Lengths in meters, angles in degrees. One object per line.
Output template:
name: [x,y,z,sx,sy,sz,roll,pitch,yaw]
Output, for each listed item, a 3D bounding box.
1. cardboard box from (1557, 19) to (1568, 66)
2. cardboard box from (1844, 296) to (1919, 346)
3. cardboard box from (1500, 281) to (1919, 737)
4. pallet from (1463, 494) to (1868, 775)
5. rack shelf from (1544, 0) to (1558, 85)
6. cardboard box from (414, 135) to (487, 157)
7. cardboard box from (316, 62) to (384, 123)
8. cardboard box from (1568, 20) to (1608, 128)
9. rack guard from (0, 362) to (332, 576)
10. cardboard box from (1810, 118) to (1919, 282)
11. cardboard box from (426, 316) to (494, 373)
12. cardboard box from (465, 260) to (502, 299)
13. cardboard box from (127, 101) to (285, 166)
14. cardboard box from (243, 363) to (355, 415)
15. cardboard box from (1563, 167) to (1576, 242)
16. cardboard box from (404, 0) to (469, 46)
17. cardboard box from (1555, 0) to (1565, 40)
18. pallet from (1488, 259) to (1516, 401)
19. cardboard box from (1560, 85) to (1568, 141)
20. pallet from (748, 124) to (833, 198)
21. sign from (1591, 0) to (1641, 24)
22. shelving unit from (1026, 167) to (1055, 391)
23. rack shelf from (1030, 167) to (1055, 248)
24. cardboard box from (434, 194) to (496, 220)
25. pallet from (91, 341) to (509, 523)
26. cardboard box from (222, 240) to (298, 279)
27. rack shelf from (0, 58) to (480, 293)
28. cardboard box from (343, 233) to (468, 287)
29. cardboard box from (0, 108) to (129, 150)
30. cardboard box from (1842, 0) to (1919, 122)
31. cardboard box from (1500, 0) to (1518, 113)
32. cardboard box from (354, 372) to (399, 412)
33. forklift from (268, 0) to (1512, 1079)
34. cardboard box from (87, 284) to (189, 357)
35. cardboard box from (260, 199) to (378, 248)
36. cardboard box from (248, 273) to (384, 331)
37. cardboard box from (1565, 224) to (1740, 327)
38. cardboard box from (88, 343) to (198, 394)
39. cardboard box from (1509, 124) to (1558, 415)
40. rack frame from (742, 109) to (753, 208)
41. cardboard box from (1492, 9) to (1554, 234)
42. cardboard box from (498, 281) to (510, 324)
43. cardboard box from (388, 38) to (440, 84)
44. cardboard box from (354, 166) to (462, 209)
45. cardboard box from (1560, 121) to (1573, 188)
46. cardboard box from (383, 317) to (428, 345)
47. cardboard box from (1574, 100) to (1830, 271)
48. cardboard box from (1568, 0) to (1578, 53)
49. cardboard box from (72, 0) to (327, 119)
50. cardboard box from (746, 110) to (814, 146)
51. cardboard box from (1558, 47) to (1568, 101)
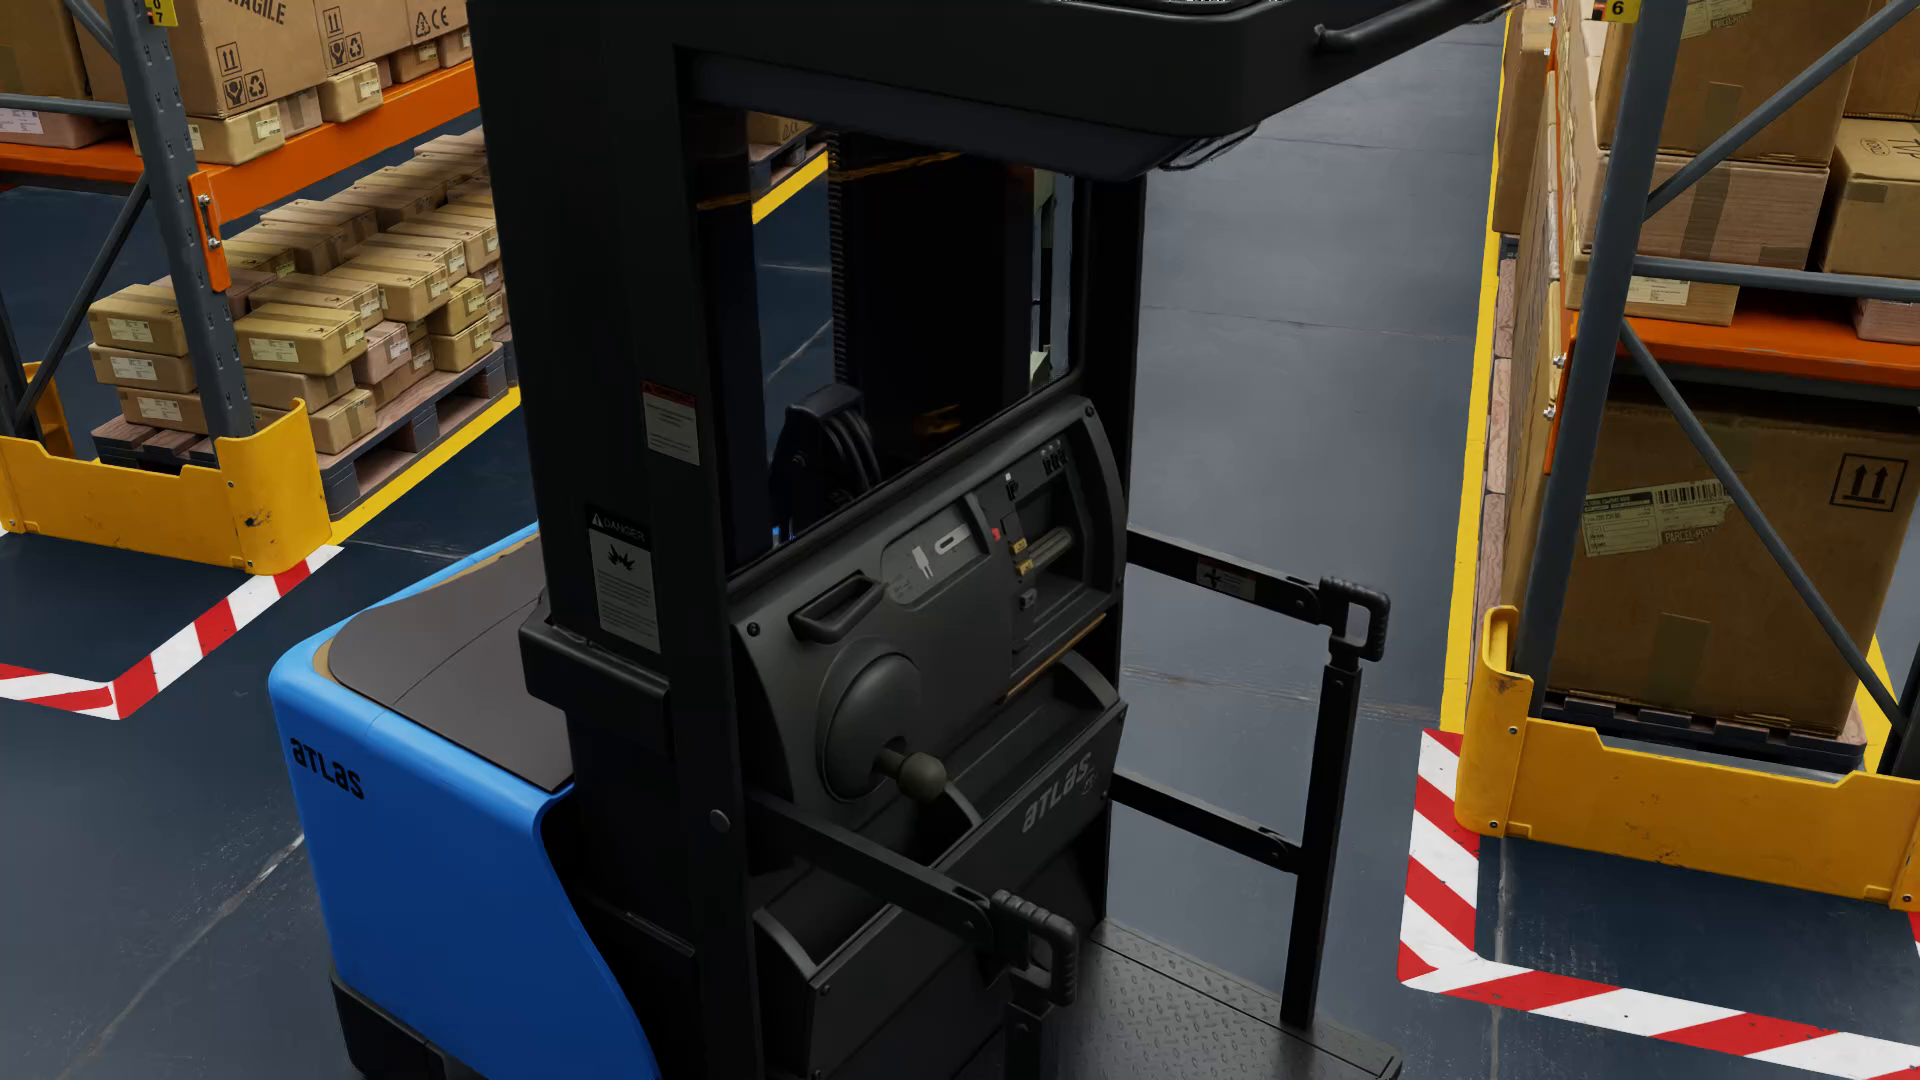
cardboard box: [2.456,-1.848,6.245,0.380,0.149,0.250,8,30,13]
cardboard box: [2.336,-0.564,3.937,0.380,0.149,0.250,9,30,15]
cardboard box: [2.028,-0.120,4.634,0.875,0.875,0.875,8,30,15]
pallet: [2.076,0.280,5.030,1.003,0.211,1.213,8,30,15]
rack shelf: [3.677,-3.030,8.852,1.077,0.370,4.000,8,30,15]
cardboard box: [-2.293,-1.762,7.720,0.380,0.149,0.250,9,30,16]
cardboard box: [-2.222,-1.547,5.703,0.380,0.149,0.250,8,30,13]
cardboard box: [2.103,-1.356,4.950,0.500,0.250,0.500,7,30,13]
rack guard: [-2.773,-0.254,5.692,1.175,0.500,0.348,8,30,15]
cardboard box: [2.315,-0.805,3.960,0.500,0.250,0.500,8,30,14]
cardboard box: [-2.091,-0.799,6.602,0.380,0.149,0.250,9,30,15]
cardboard box: [-2.109,-1.072,6.786,0.380,0.149,0.250,7,30,12]
cardboard box: [-2.387,-1.305,5.269,0.380,0.149,0.250,8,30,14]
cardboard box: [-2.396,-0.586,5.912,0.380,0.149,0.250,10,31,17]
cardboard box: [1.856,-0.897,4.535,0.380,0.149,0.250,9,30,15]
cardboard box: [-2.111,-2.132,6.088,0.500,0.500,0.500,9,30,16]
cardboard box: [2.608,-2.093,6.686,0.380,0.149,0.250,7,30,13]
pallet: [2.792,-0.854,7.069,1.003,0.211,1.213,8,30,15]
cardboard box: [2.155,-1.369,5.384,0.380,0.149,0.250,9,30,16]
pallet: [-1.394,-2.313,9.691,1.003,0.211,1.213,8,30,15]
sign: [1.402,-1.250,3.476,0.100,0.325,0.005,8,30,15]
shelving unit: [0.002,-0.659,5.391,0.431,1.500,0.755,8,30,15]
rack shelf: [0.002,-1.000,5.201,0.431,0.370,0.720,8,30,15]
cardboard box: [-1.950,-1.318,6.922,0.380,0.149,0.250,9,30,16]
pallet: [-2.501,-0.500,6.432,1.003,0.211,1.213,8,30,15]
cardboard box: [-2.799,-1.038,6.419,0.380,0.149,0.250,8,30,14]
rack shelf: [-2.209,-1.926,6.867,1.077,0.370,4.000,8,30,15]
cardboard box: [-2.161,-1.075,6.485,0.380,0.149,0.250,7,30,12]
cardboard box: [-2.970,-1.393,5.427,0.380,0.149,0.250,9,30,15]
cardboard box: [2.462,-1.365,4.196,0.500,0.500,0.500,8,30,14]
cardboard box: [3.773,-2.798,9.448,1.225,0.875,0.875,9,30,15]
cardboard box: [-2.337,-0.580,6.207,0.380,0.149,0.250,8,30,15]
forklift: [0.164,0.108,2.542,3.031,2.935,1.130,19,34,31]
cardboard box: [-2.882,-0.791,5.975,0.380,0.149,0.250,9,30,15]
cardboard box: [-2.637,-1.282,6.858,0.380,0.149,0.250,10,31,17]
cardboard box: [-2.351,-0.849,6.079,0.380,0.149,0.250,9,30,16]
cardboard box: [1.706,-0.659,4.107,0.380,0.149,0.250,9,30,16]
cardboard box: [-2.914,-0.665,6.054,0.380,0.149,0.250,8,30,14]
cardboard box: [2.556,-0.957,6.138,0.875,0.875,0.875,8,30,15]
rack frame: [-1.621,-3.170,8.363,1.000,3.000,0.127,8,30,15]
cardboard box: [3.259,-1.970,7.960,1.225,0.875,0.875,9,30,15]
cardboard box: [-1.951,-1.035,7.025,0.380,0.149,0.250,7,30,12]
cardboard box: [-2.174,-1.809,6.175,0.380,0.149,0.250,8,30,14]
cardboard box: [-2.404,-1.514,7.275,0.380,0.149,0.250,9,30,15]
cardboard box: [2.004,-1.134,4.961,0.380,0.149,0.250,8,30,14]
cardboard box: [-2.275,-0.831,6.353,0.380,0.149,0.250,9,30,16]
cardboard box: [1.805,-0.884,4.101,0.500,0.250,0.500,8,30,14]
cardboard box: [2.405,-1.827,5.796,0.500,0.250,0.500,9,30,16]
cardboard box: [-2.400,-1.654,5.229,0.500,0.500,0.500,10,31,17]
cardboard box: [-1.151,-2.567,9.418,0.500,0.500,0.500,10,31,17]
cardboard box: [2.306,-1.613,5.822,0.380,0.149,0.250,9,30,15]
